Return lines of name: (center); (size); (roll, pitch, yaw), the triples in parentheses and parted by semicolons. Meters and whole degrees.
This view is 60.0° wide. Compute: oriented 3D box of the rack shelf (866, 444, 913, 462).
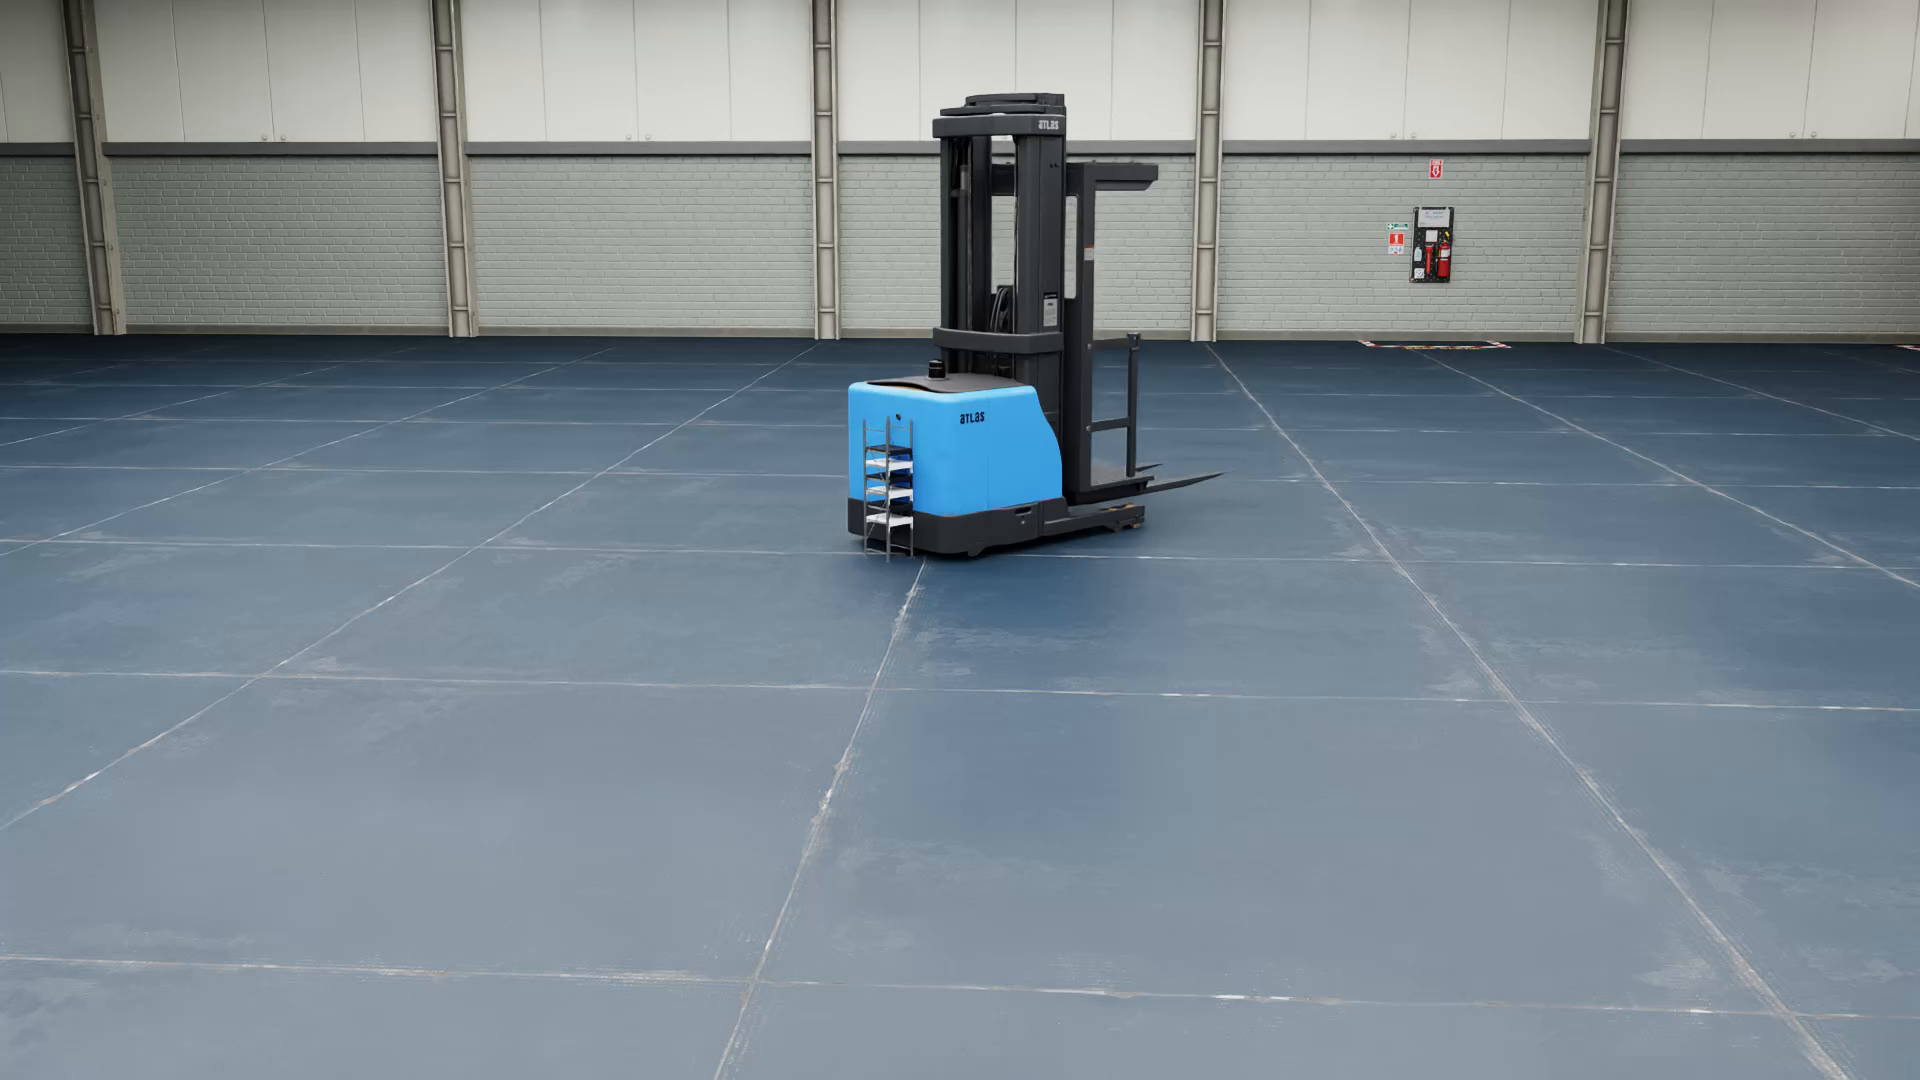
rack shelf: (-0.458, -0.554, 10.563); (0.200, 0.077, 0.258); (-11, 16, -42)

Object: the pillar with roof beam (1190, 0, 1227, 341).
pillar with roof beam: (3.573, -6.698, 21.310); (0.400, 9.000, 9.100); (1, 12, 4)

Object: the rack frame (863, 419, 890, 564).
rack frame: (-0.532, -0.308, 10.543); (0.006, 0.900, 0.240); (-11, 16, -42)

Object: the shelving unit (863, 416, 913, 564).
shelving unit: (-0.458, -0.322, 10.612); (0.210, 0.900, 0.258); (-11, 16, -42)

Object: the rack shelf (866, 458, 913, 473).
rack shelf: (-0.458, -0.466, 10.582); (0.200, 0.077, 0.258); (-11, 16, -42)

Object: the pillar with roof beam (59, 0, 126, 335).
pillar with roof beam: (-14.386, -6.944, 22.487); (0.400, 9.000, 9.100); (1, 12, 4)

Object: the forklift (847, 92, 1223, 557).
forklift: (0.661, -1.559, 11.561); (3.031, 2.935, 1.130); (-11, 16, -42)

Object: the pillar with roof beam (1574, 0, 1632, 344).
pillar with roof beam: (9.560, -6.616, 20.917); (0.400, 9.000, 9.100); (1, 12, 4)

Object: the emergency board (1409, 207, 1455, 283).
emergency board: (7.384, -4.600, 25.935); (0.643, 1.169, 0.194); (1, 12, 4)

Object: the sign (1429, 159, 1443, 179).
sign: (7.383, -5.756, 25.795); (0.199, 0.298, 0.001); (1, 12, 4)

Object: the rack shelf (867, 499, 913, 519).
rack shelf: (-0.458, -0.202, 10.637); (0.200, 0.077, 0.258); (-11, 16, -42)

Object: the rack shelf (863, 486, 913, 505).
rack shelf: (-0.458, -0.290, 10.619); (0.200, 0.077, 0.258); (-11, 16, -42)

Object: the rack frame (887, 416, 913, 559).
rack frame: (-0.384, -0.337, 10.680); (0.006, 0.900, 0.240); (-11, 16, -42)

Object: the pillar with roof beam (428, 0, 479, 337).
pillar with roof beam: (-8.400, -6.862, 22.094); (0.400, 9.000, 9.100); (1, 12, 4)

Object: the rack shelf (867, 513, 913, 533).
rack shelf: (-0.458, -0.114, 10.655); (0.200, 0.077, 0.258); (-11, 16, -42)

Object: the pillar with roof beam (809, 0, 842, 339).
pillar with roof beam: (-2.413, -6.780, 21.702); (0.400, 9.000, 9.100); (1, 12, 4)

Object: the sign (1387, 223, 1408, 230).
sign: (6.844, -4.904, 26.005); (0.331, 0.109, 0.001); (1, 12, 4)

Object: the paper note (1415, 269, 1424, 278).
paper note: (7.212, -4.186, 26.104); (0.142, 0.148, 0.016); (1, 12, 4)

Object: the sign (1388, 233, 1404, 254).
sign: (6.840, -4.647, 26.068); (0.234, 0.329, 0.001); (1, 12, 4)

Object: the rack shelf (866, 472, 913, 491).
rack shelf: (-0.458, -0.378, 10.600); (0.200, 0.077, 0.258); (-11, 16, -42)
